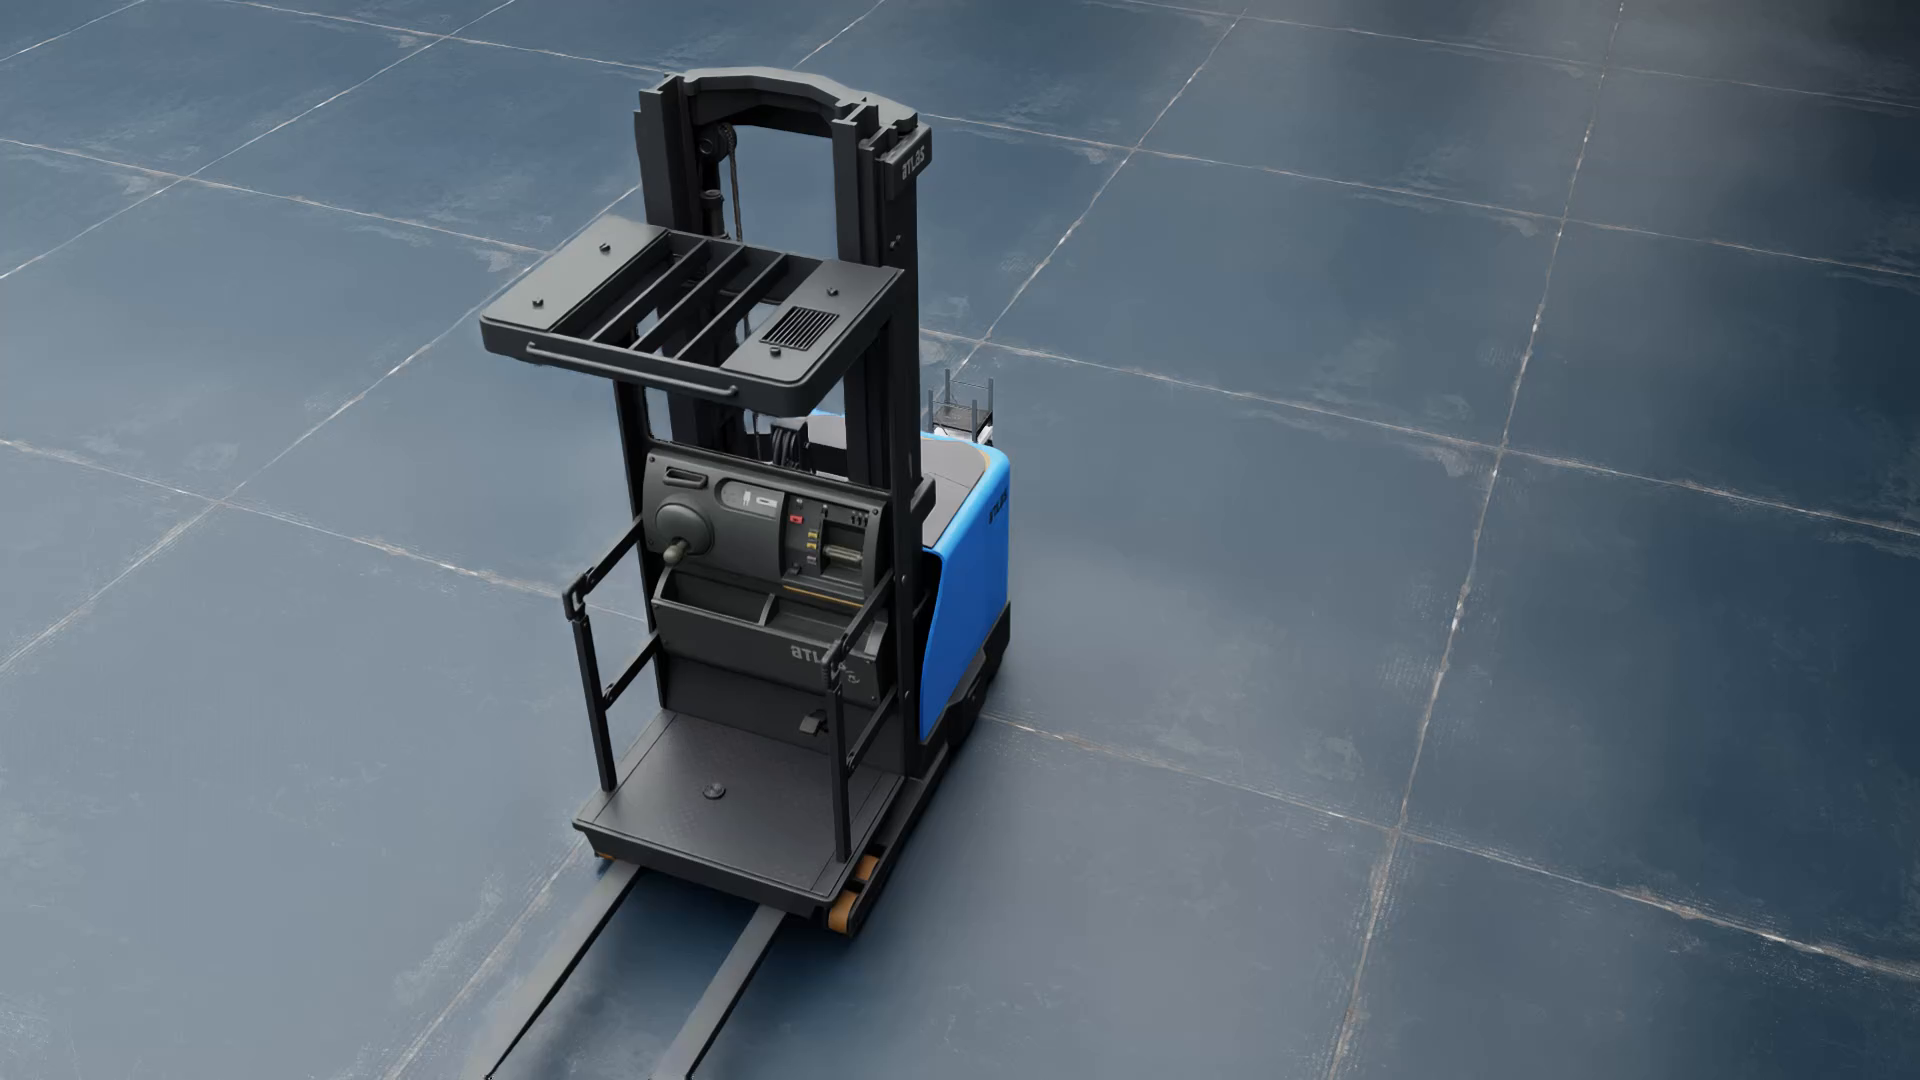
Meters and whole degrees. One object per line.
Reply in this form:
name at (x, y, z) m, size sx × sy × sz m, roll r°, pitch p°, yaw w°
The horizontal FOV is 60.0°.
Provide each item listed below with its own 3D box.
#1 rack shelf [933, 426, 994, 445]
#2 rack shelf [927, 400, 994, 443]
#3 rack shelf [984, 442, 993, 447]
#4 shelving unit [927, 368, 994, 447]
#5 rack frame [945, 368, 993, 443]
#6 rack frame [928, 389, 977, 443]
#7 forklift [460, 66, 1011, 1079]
rack shelf at (0.003, -0.482, 7.899) m, size 0.258 × 0.077 × 0.200 m, roll 14°, pitch 39°, yaw 18°
rack shelf at (0.003, -0.554, 7.845) m, size 0.258 × 0.077 × 0.200 m, roll 14°, pitch 39°, yaw 18°
rack shelf at (0.003, -0.410, 7.953) m, size 0.258 × 0.077 × 0.200 m, roll 14°, pitch 39°, yaw 18°
shelving unit at (0.003, -0.365, 7.987) m, size 0.258 × 0.900 × 0.210 m, roll 14°, pitch 39°, yaw 18°
rack frame at (0.042, -0.421, 8.062) m, size 0.240 × 0.900 × 0.006 m, roll 14°, pitch 39°, yaw 18°
rack frame at (-0.036, -0.309, 7.911) m, size 0.240 × 0.900 × 0.006 m, roll 14°, pitch 39°, yaw 18°
forklift at (-0.788, 0.022, 5.773) m, size 1.130 × 2.935 × 3.031 m, roll 13°, pitch 39°, yaw 17°
